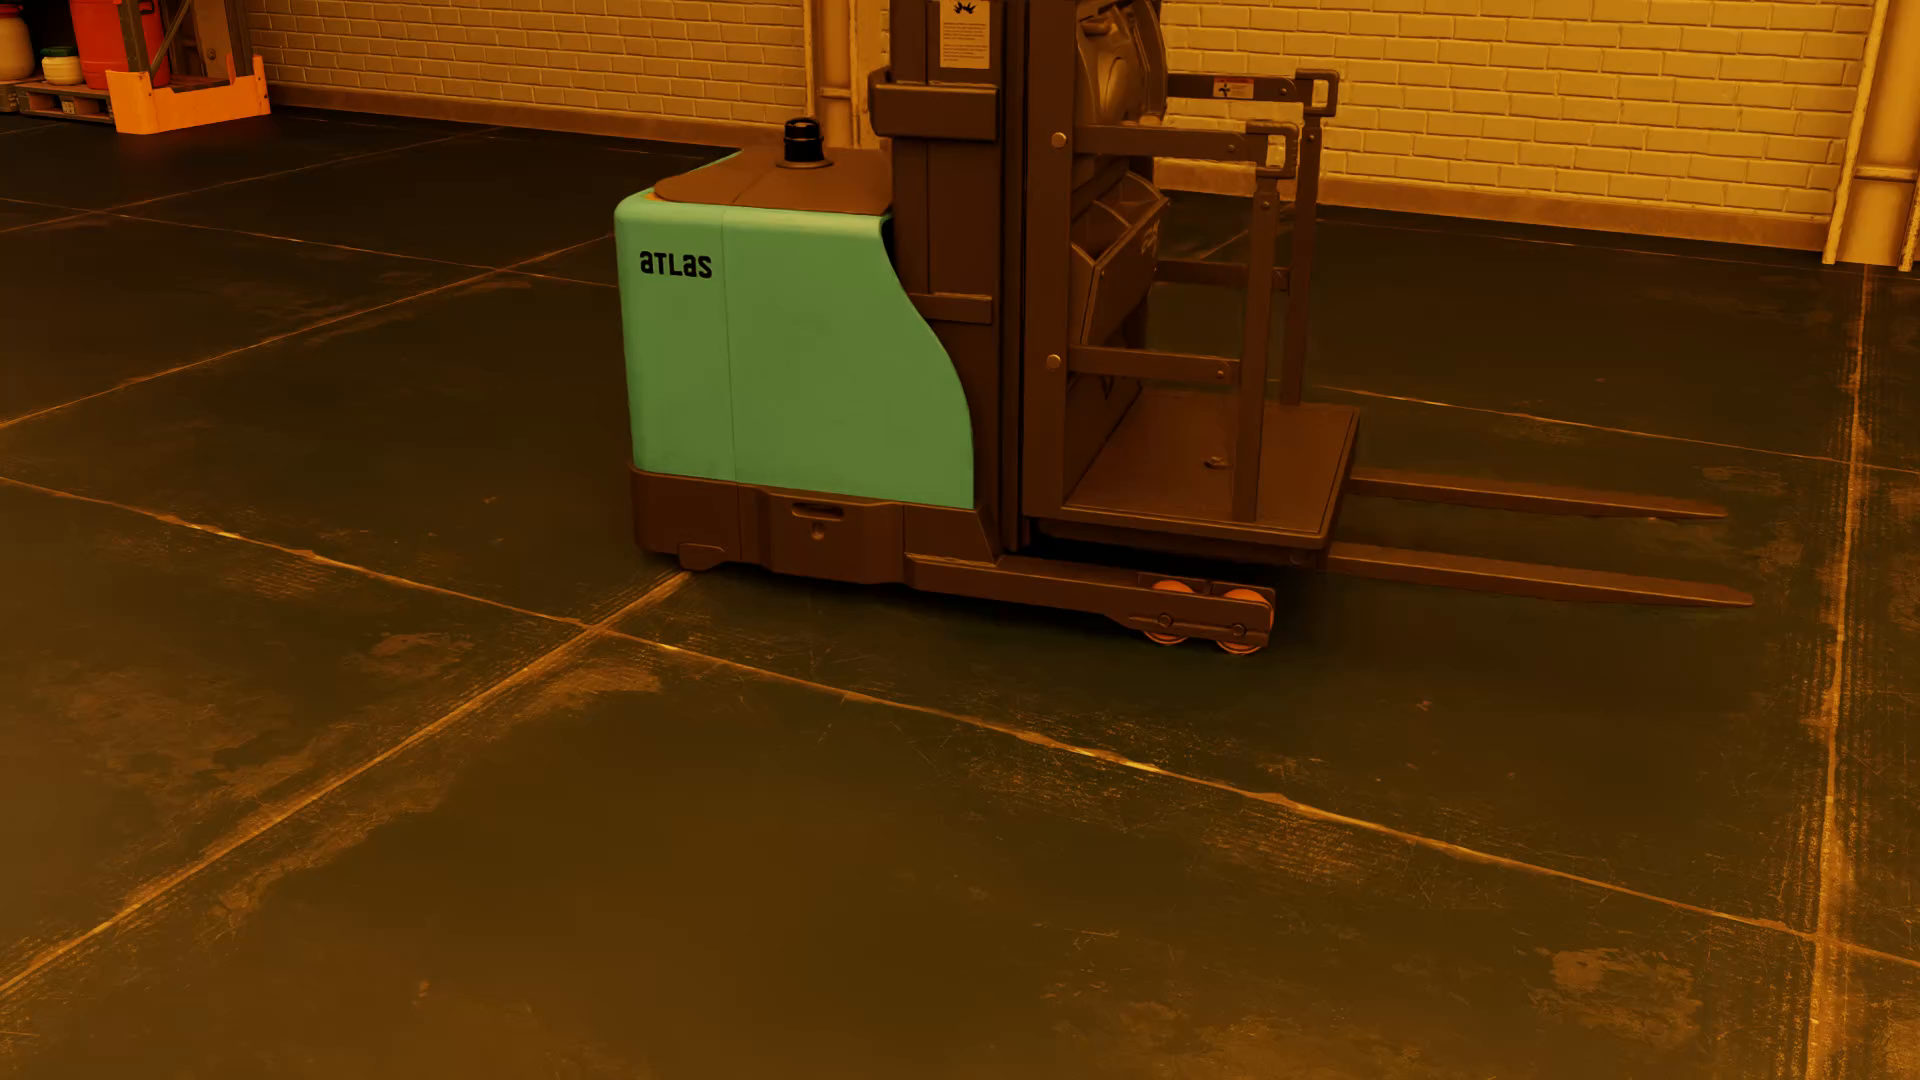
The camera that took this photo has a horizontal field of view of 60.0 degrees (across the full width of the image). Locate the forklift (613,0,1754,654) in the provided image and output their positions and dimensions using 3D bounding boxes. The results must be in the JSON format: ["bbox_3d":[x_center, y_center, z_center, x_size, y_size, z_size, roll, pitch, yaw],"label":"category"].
[{"bbox_3d":[0.618,-1.282,4.336,3.031,2.935,1.130,7,24,16],"label":"forklift"}]
